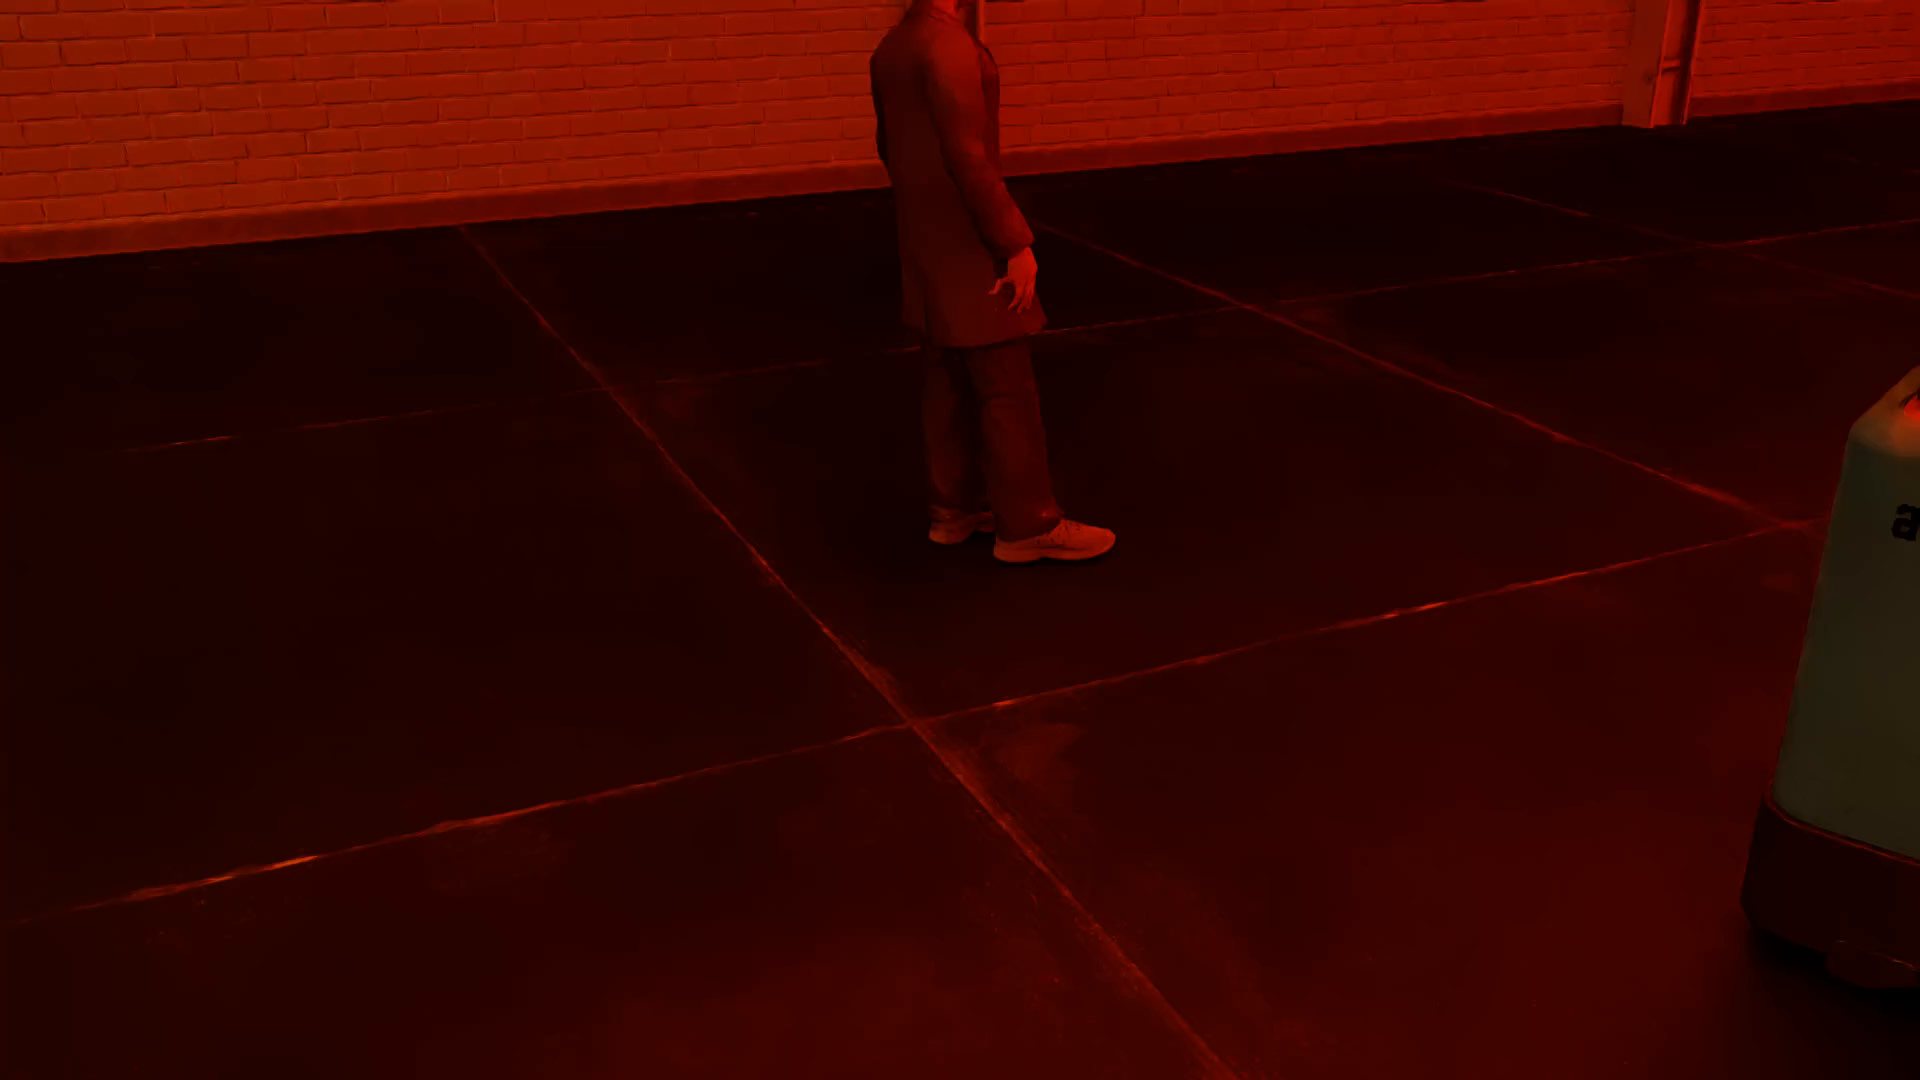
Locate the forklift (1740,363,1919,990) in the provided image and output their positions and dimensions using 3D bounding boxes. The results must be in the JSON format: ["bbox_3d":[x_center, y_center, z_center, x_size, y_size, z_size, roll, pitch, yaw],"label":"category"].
[{"bbox_3d":[2.959,-0.344,2.114,3.031,2.935,1.130,18,29,37],"label":"forklift"}]

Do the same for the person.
[{"bbox_3d":[0.085,-0.841,4.795,0.580,1.776,0.694,-10,25,-23],"label":"person"}]
